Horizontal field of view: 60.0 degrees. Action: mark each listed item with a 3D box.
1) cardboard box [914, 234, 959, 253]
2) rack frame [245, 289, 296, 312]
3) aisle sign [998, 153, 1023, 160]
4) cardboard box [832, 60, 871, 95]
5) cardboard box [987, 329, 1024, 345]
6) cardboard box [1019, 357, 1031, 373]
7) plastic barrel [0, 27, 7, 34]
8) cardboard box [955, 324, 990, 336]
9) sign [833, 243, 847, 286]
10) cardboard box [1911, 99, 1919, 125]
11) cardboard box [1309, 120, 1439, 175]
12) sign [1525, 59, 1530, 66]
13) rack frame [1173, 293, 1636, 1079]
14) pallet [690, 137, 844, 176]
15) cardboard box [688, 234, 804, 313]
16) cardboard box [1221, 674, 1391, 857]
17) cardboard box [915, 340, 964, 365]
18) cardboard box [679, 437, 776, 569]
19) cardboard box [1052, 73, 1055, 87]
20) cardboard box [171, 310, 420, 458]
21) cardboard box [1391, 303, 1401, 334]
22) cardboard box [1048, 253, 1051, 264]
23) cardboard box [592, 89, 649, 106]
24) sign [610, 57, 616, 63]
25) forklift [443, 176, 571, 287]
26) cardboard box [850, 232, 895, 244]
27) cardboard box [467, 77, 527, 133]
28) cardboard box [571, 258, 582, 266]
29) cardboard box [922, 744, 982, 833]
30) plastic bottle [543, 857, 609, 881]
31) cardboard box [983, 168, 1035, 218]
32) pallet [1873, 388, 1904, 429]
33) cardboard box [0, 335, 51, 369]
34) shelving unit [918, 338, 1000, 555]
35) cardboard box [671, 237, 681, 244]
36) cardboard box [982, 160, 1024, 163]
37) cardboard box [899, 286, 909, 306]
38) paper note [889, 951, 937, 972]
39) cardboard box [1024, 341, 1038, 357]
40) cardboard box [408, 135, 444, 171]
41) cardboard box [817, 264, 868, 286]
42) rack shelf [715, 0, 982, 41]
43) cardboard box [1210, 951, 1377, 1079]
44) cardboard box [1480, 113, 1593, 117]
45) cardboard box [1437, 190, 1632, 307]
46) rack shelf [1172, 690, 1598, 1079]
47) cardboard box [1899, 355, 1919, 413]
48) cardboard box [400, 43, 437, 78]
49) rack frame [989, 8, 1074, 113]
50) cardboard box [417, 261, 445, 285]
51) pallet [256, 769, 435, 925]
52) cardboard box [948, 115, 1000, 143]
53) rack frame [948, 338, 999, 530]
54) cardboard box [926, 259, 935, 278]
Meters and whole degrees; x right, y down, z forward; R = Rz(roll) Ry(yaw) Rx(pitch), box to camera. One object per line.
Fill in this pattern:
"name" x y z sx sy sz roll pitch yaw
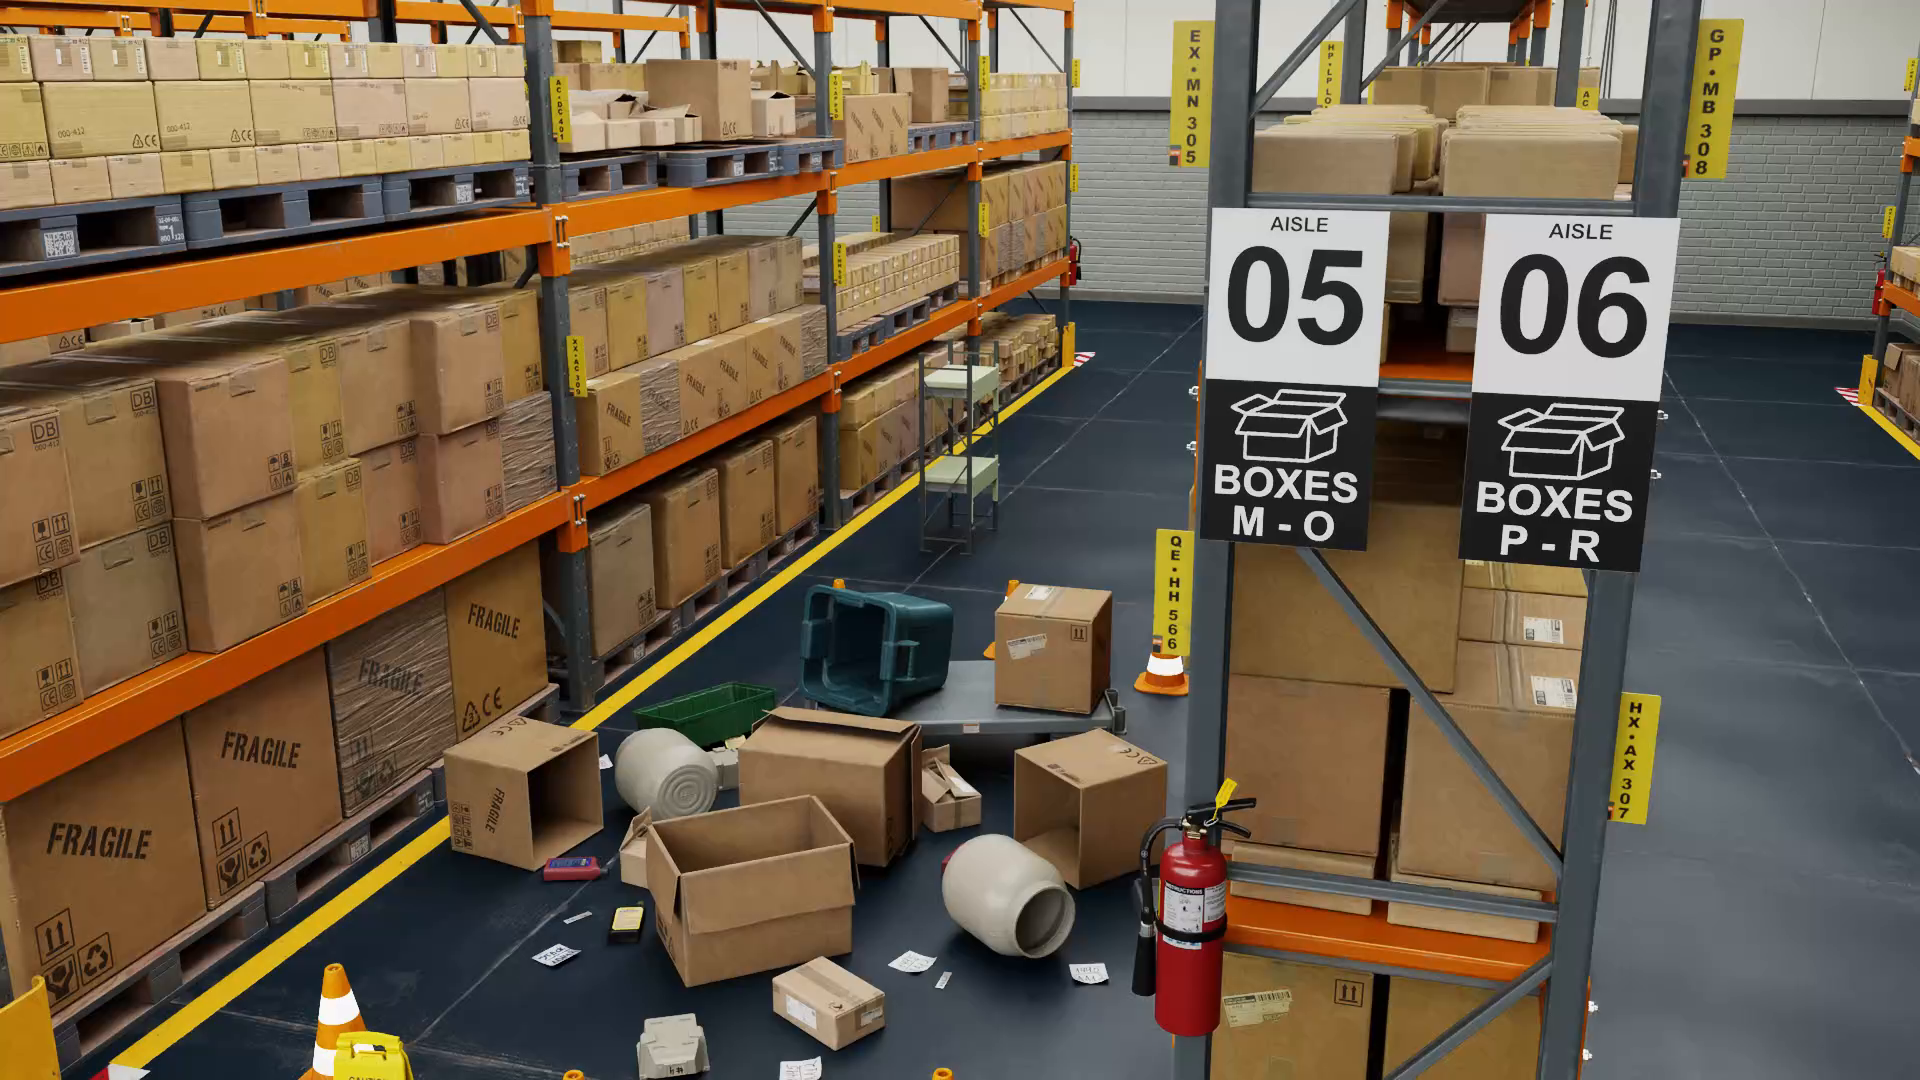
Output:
"cardboard box" -0.228 -2.854 15.993 0.380 0.149 0.250 5 17 18
"rack frame" -6.165 -1.971 14.281 1.000 3.000 0.127 5 16 16
"aisle sign" 0.569 -4.946 20.005 0.394 0.787 0.004 5 16 16
"cardboard box" -0.912 -3.639 13.078 0.396 0.266 0.258 5 16 16
"cardboard box" 0.511 -2.275 18.717 0.380 0.149 0.250 4 16 14
"cardboard box" 0.585 -1.985 18.785 0.380 0.149 0.250 5 17 17
"plastic barrel" -10.115 -4.829 17.174 0.600 0.901 0.708 5 16 16
"cardboard box" 0.124 -2.378 19.082 0.380 0.149 0.250 5 17 18
"sign" -0.905 -2.075 12.525 0.100 0.325 0.005 5 16 16
"cardboard box" 9.982 -4.331 16.833 0.500 0.250 0.500 4 16 15
"cardboard box" 1.239 -1.185 5.013 0.380 0.149 0.250 5 16 16
"sign" 4.996 -4.053 14.599 0.100 0.325 0.005 5 16 16
"rack frame" 1.063 0.891 4.193 1.000 3.000 0.127 5 16 16
"pallet" -1.570 -2.739 11.840 1.213 0.211 1.003 5 17 18
"cardboard box" -1.575 -1.972 12.270 0.700 0.500 0.500 5 16 16
"cardboard box" 0.953 0.536 4.714 0.500 0.500 0.500 4 16 15
"cardboard box" -0.270 -1.752 15.947 0.500 0.250 0.500 4 16 14
"cardboard box" -1.942 -0.298 11.737 1.050 0.750 0.750 5 17 17
"cardboard box" 0.879 -5.288 19.106 0.380 0.149 0.250 5 17 17
"cardboard box" -3.043 -0.728 7.644 0.875 0.550 0.550 5 16 16
"cardboard box" 1.044 -0.681 4.697 0.380 0.149 0.250 5 17 18
"cardboard box" 0.850 -3.296 19.413 0.380 0.149 0.250 4 16 15
"cardboard box" -2.143 -2.772 10.820 0.500 0.311 0.500 4 16 15
"sign" -4.422 -6.010 21.278 0.100 0.325 0.005 5 16 16
"forklift" -3.984 -1.812 13.846 1.130 2.935 3.031 7 17 24
"cardboard box" -0.854 -2.906 16.179 0.380 0.149 0.250 6 17 19
"cardboard box" -2.468 -2.129 8.118 0.500 0.250 0.500 4 16 15
"cardboard box" -4.476 -3.086 18.672 0.380 0.149 0.250 5 17 18
"cardboard box" -0.089 1.206 8.090 0.258 0.266 0.396 -7 17 -23
"plastic bottle" -1.722 1.482 7.493 0.283 0.061 0.133 -1 16 -3
"cardboard box" 0.514 -3.778 18.092 0.500 0.500 0.500 4 16 14
"pallet" 10.123 -1.341 17.172 1.003 0.211 1.213 5 16 16
"cardboard box" -6.941 -1.612 11.147 1.000 1.000 1.000 5 17 16
"shelving unit" -0.002 -0.720 12.619 0.431 1.500 0.755 5 16 16
"cardboard box" -3.749 -3.756 21.036 0.380 0.149 0.250 5 17 16
"cardboard box" 0.453 -4.228 19.679 0.500 0.500 0.500 5 16 16
"cardboard box" -0.667 -2.157 14.629 0.380 0.149 0.250 4 16 14
"paper note" -0.191 1.712 6.758 0.148 0.019 0.142 11 19 35
"cardboard box" 0.678 -2.194 18.976 0.380 0.149 0.250 5 17 17
"cardboard box" -2.588 -1.765 7.566 0.380 0.149 0.250 5 16 16
"cardboard box" -0.973 -2.167 13.574 0.380 0.149 0.250 5 16 16
"rack shelf" -0.870 -4.431 14.011 1.077 0.370 4.000 5 16 16
"cardboard box" 1.041 1.421 5.218 0.500 0.500 0.500 5 17 16
"cardboard box" 2.015 -1.417 5.831 0.380 0.149 0.250 5 17 17
"cardboard box" 1.462 -0.734 4.154 0.500 0.250 0.500 4 16 15
"rack shelf" 1.632 0.713 6.135 1.077 0.370 4.000 5 16 16
"cardboard box" 9.825 -1.538 16.565 0.700 0.500 0.500 5 17 18
"cardboard box" -2.588 -2.152 7.468 0.380 0.149 0.250 5 17 17
"rack frame" 0.836 -6.539 19.392 1.000 3.000 0.127 5 16 16
"cardboard box" -5.335 -2.525 16.052 0.500 0.500 0.500 5 16 16
"pallet" -3.211 1.341 7.714 1.003 0.211 1.213 5 16 16
"cardboard box" 0.083 -4.078 16.487 0.500 0.250 0.500 5 17 19
"rack frame" 0.102 -0.816 12.956 0.400 1.500 0.023 5 16 16
"cardboard box" -0.445 -2.506 15.312 0.380 0.149 0.250 4 16 14
